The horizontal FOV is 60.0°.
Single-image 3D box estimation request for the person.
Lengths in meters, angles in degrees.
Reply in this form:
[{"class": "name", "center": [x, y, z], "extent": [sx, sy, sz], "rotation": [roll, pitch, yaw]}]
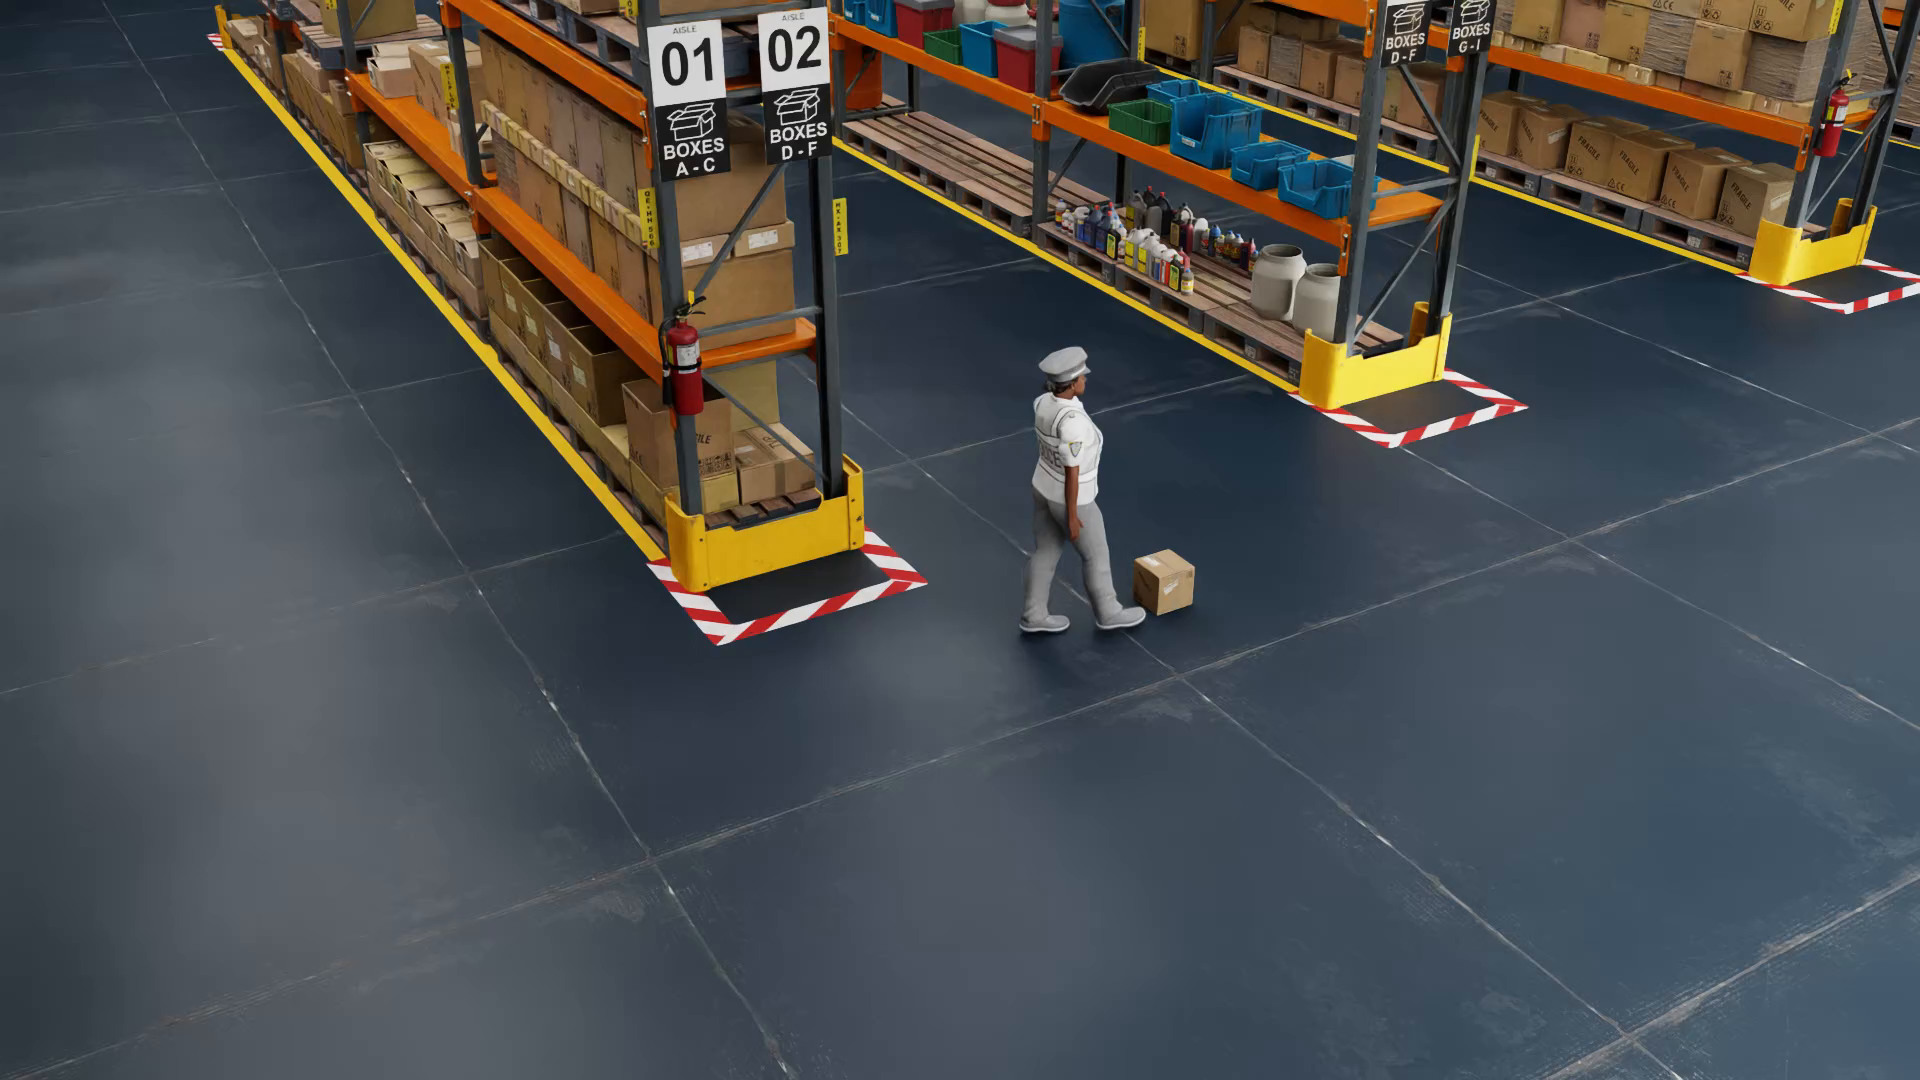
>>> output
[{"class": "person", "center": [0.665, -0.265, 9.004], "extent": [0.697, 1.673, 0.463], "rotation": [-13, 32, -22]}]
